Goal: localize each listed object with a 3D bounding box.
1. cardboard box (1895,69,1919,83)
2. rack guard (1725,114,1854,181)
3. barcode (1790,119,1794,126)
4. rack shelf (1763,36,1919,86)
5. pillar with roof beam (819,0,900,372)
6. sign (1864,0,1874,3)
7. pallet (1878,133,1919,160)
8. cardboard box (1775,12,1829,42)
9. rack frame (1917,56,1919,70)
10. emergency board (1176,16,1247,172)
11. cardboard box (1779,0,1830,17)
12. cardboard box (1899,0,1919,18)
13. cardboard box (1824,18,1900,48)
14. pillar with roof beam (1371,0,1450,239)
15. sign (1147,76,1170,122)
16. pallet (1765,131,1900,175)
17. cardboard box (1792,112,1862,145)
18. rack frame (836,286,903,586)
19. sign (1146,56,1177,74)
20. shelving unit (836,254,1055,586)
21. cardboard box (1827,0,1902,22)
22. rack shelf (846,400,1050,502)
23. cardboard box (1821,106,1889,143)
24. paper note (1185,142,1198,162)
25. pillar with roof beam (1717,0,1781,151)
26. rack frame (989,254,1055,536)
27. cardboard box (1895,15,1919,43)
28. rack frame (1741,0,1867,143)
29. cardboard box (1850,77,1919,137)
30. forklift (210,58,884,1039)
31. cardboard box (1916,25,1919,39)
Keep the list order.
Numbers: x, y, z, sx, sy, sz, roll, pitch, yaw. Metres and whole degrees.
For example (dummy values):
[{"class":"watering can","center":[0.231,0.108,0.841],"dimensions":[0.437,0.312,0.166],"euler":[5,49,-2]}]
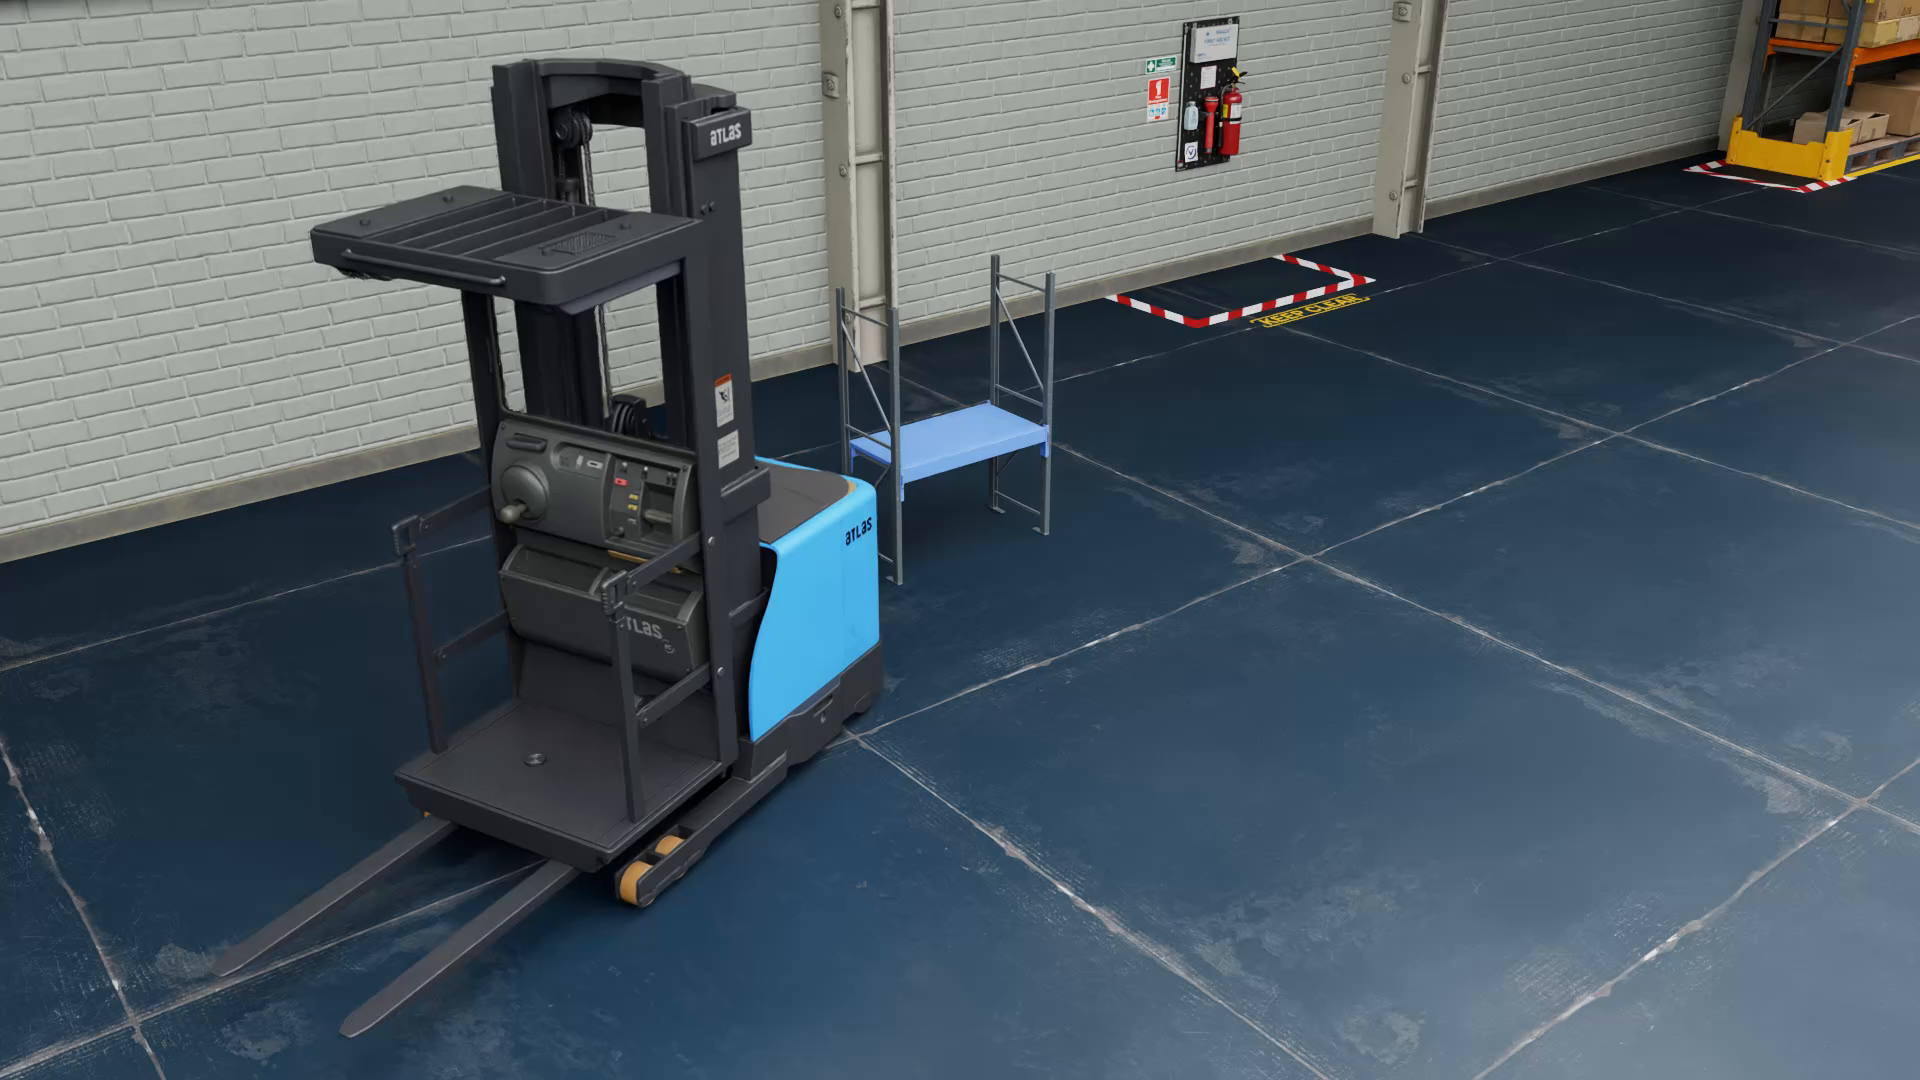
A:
[{"class":"cardboard box","center":[11.097,-5.124,19.174],"dimensions":[0.500,0.500,0.500],"euler":[-21,32,-38]},{"class":"rack guard","center":[8.801,-4.188,17.680],"dimensions":[0.348,0.500,1.175],"euler":[-18,31,-34]},{"class":"barcode","center":[9.108,-4.573,18.202],"dimensions":[0.075,0.075,0.001],"euler":[-18,31,-34]},{"class":"rack shelf","center":[10.315,-5.495,18.382],"dimensions":[4.000,0.370,1.077],"euler":[-18,31,-34]},{"class":"pillar with roof beam","center":[1.971,-3.948,7.068],"dimensions":[0.400,9.000,9.100],"euler":[-18,31,-34]},{"class":"sign","center":[9.076,-5.515,16.542],"dimensions":[0.005,0.325,0.100],"euler":[-18,31,-34]},{"class":"pallet","center":[10.421,-4.572,18.850],"dimensions":[1.213,0.211,1.003],"euler":[-18,31,-34]},{"class":"cardboard box","center":[8.989,-5.429,17.539],"dimensions":[0.500,0.250,0.500],"euler":[-18,30,-33]},{"class":"rack frame","center":[11.889,-6.341,19.350],"dimensions":[0.127,3.000,1.000],"euler":[-18,31,-34]},{"class":"emergency board","center":[2.068,-3.583,13.406],"dimensions":[0.643,1.169,0.194],"euler":[-18,31,-34]},{"class":"cardboard box","center":[8.981,-5.776,17.396],"dimensions":[0.500,0.500,0.500],"euler":[-19,31,-35]},{"class":"cardboard box","center":[9.697,-5.733,17.303],"dimensions":[0.500,0.500,0.500],"euler":[-18,30,-34]},{"class":"cardboard box","center":[9.321,-5.265,17.185],"dimensions":[0.500,0.250,0.500],"euler":[-19,31,-35]},{"class":"pillar with roof beam","center":[6.693,-5.507,10.427],"dimensions":[0.400,9.000,9.100],"euler":[-18,31,-34]},{"class":"sign","center":[1.570,-3.489,13.163],"dimensions":[0.234,0.329,0.001],"euler":[-18,31,-34]},{"class":"pallet","center":[9.462,-4.256,18.170],"dimensions":[1.213,0.211,1.003],"euler":[-18,31,-34]},{"class":"cardboard box","center":[9.341,-4.432,17.908],"dimensions":[0.500,0.311,0.500],"euler":[-23,33,-40]},{"class":"rack frame","center":[-0.467,-0.526,8.602],"dimensions":[0.032,1.500,0.500],"euler":[-18,31,-34]},{"class":"sign","center":[1.579,-3.728,13.048],"dimensions":[0.331,0.109,0.001],"euler":[-18,31,-34]},{"class":"shelving unit","center":[-0.067,-0.658,8.887],"dimensions":[1.048,1.500,0.538],"euler":[-18,31,-34]},{"class":"cardboard box","center":[9.302,-5.608,17.034],"dimensions":[0.500,0.500,0.500],"euler":[-18,31,-34]},{"class":"rack shelf","center":[-0.067,-0.495,8.962],"dimensions":[1.000,0.185,0.538],"euler":[-18,31,-34]},{"class":"cardboard box","center":[9.790,-4.580,18.227],"dimensions":[0.500,0.311,0.500],"euler":[-15,29,-30]},{"class":"paper note","center":[1.886,-3.160,13.542],"dimensions":[0.142,0.148,0.016],"euler":[-18,31,-34]},{"class":"pillar with roof beam","center":[11.414,-7.066,13.785],"dimensions":[0.400,9.000,9.100],"euler":[-18,31,-34]},{"class":"rack frame","center":[0.333,-0.790,9.171],"dimensions":[0.032,1.500,0.500],"euler":[-18,31,-34]},{"class":"cardboard box","center":[9.721,-5.404,17.486],"dimensions":[0.500,0.250,0.500],"euler":[-19,31,-36]},{"class":"rack frame","center":[8.741,-5.302,17.111],"dimensions":[0.127,3.000,1.000],"euler":[-18,31,-34]},{"class":"cardboard box","center":[10.398,-4.840,18.562],"dimensions":[0.500,0.500,0.700],"euler":[-21,32,-37]},{"class":"forklift","center":[-1.503,-0.165,6.125],"dimensions":[1.130,2.935,3.031],"euler":[13,28,26]},{"class":"cardboard box","center":[10.125,-5.535,17.767],"dimensions":[0.500,0.250,0.500],"euler":[-19,31,-35]}]
